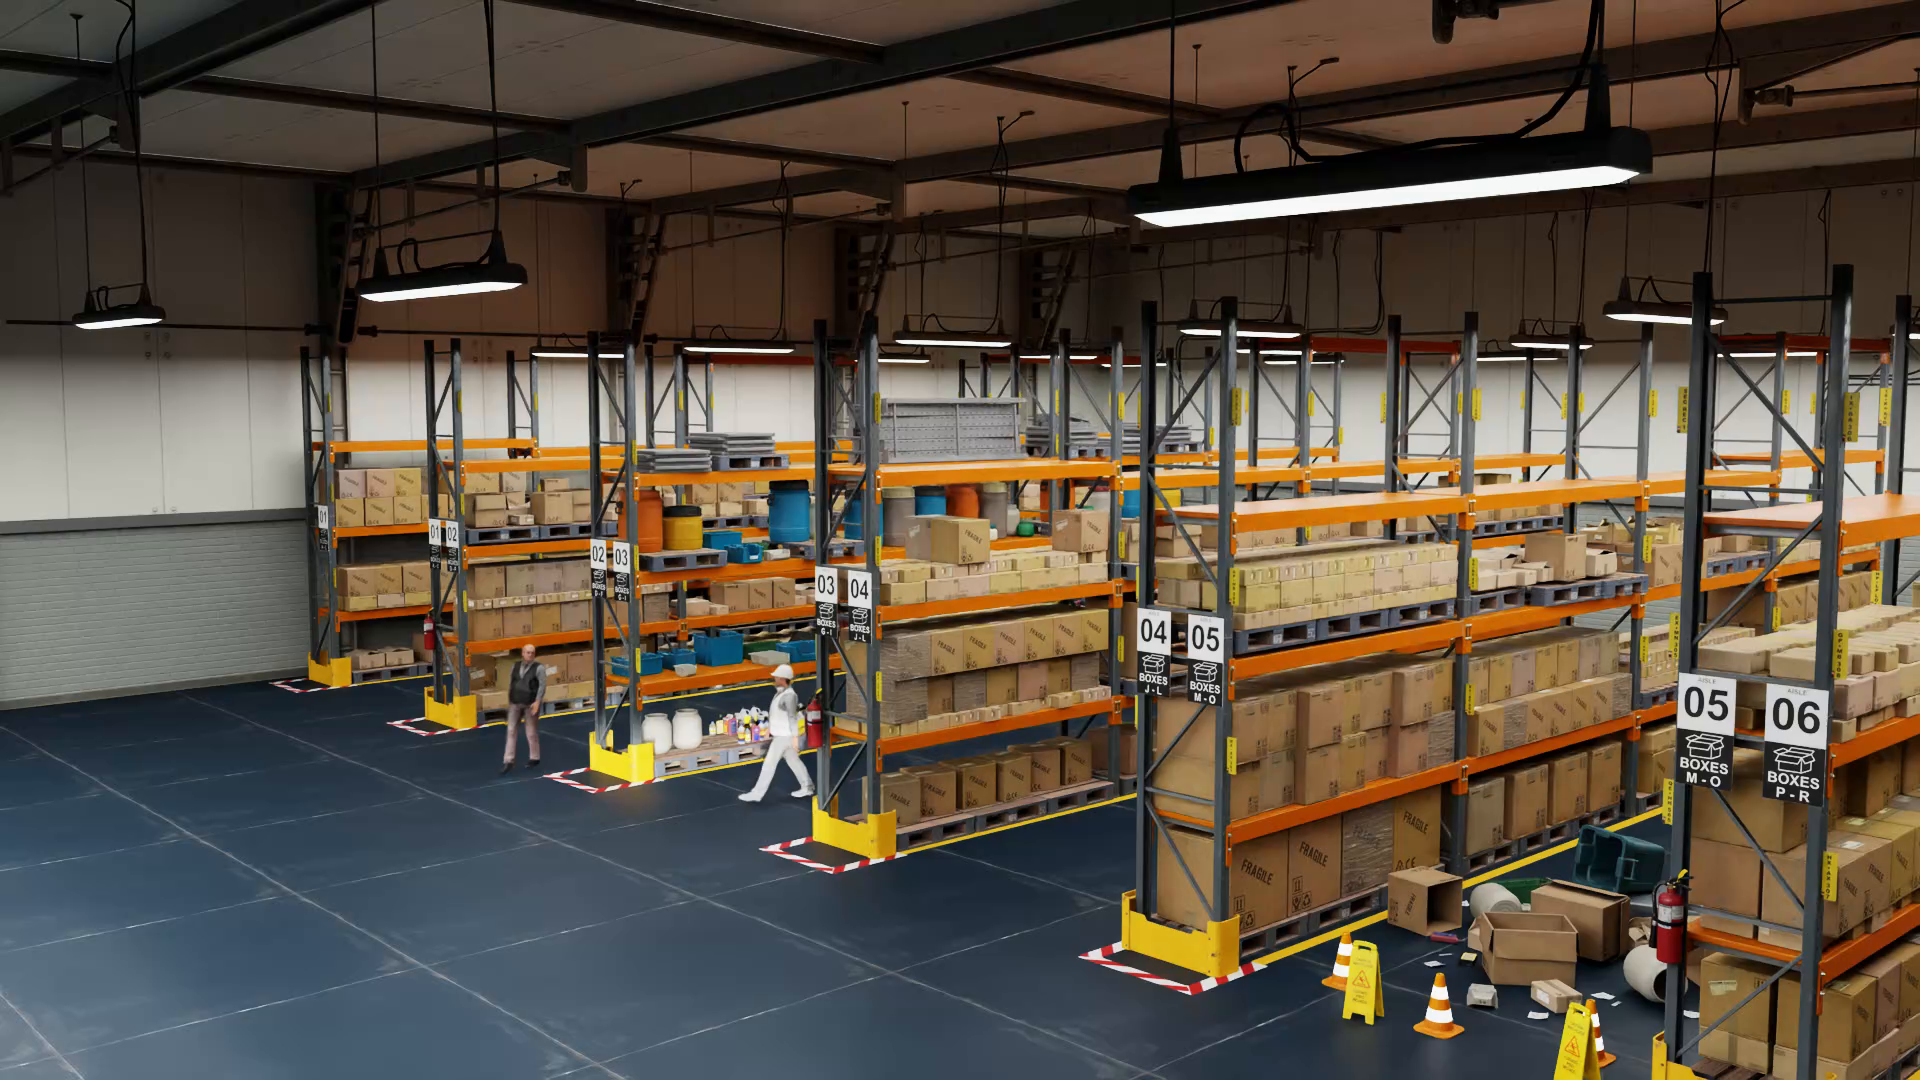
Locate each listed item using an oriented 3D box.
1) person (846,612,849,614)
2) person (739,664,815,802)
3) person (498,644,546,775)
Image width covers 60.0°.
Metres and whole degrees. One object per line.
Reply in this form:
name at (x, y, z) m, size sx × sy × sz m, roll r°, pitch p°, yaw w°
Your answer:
person at (-2.230, 1.303, 33.660) m, size 0.475 × 1.785 × 0.586 m, roll -4°, pitch 6°, yaw -39°
person at (-2.325, 2.432, 21.083) m, size 0.990 × 1.719 × 0.581 m, roll -1°, pitch 5°, yaw -9°
person at (-6.010, 2.321, 22.824) m, size 0.565 × 1.724 × 0.738 m, roll 0°, pitch 5°, yaw 5°
